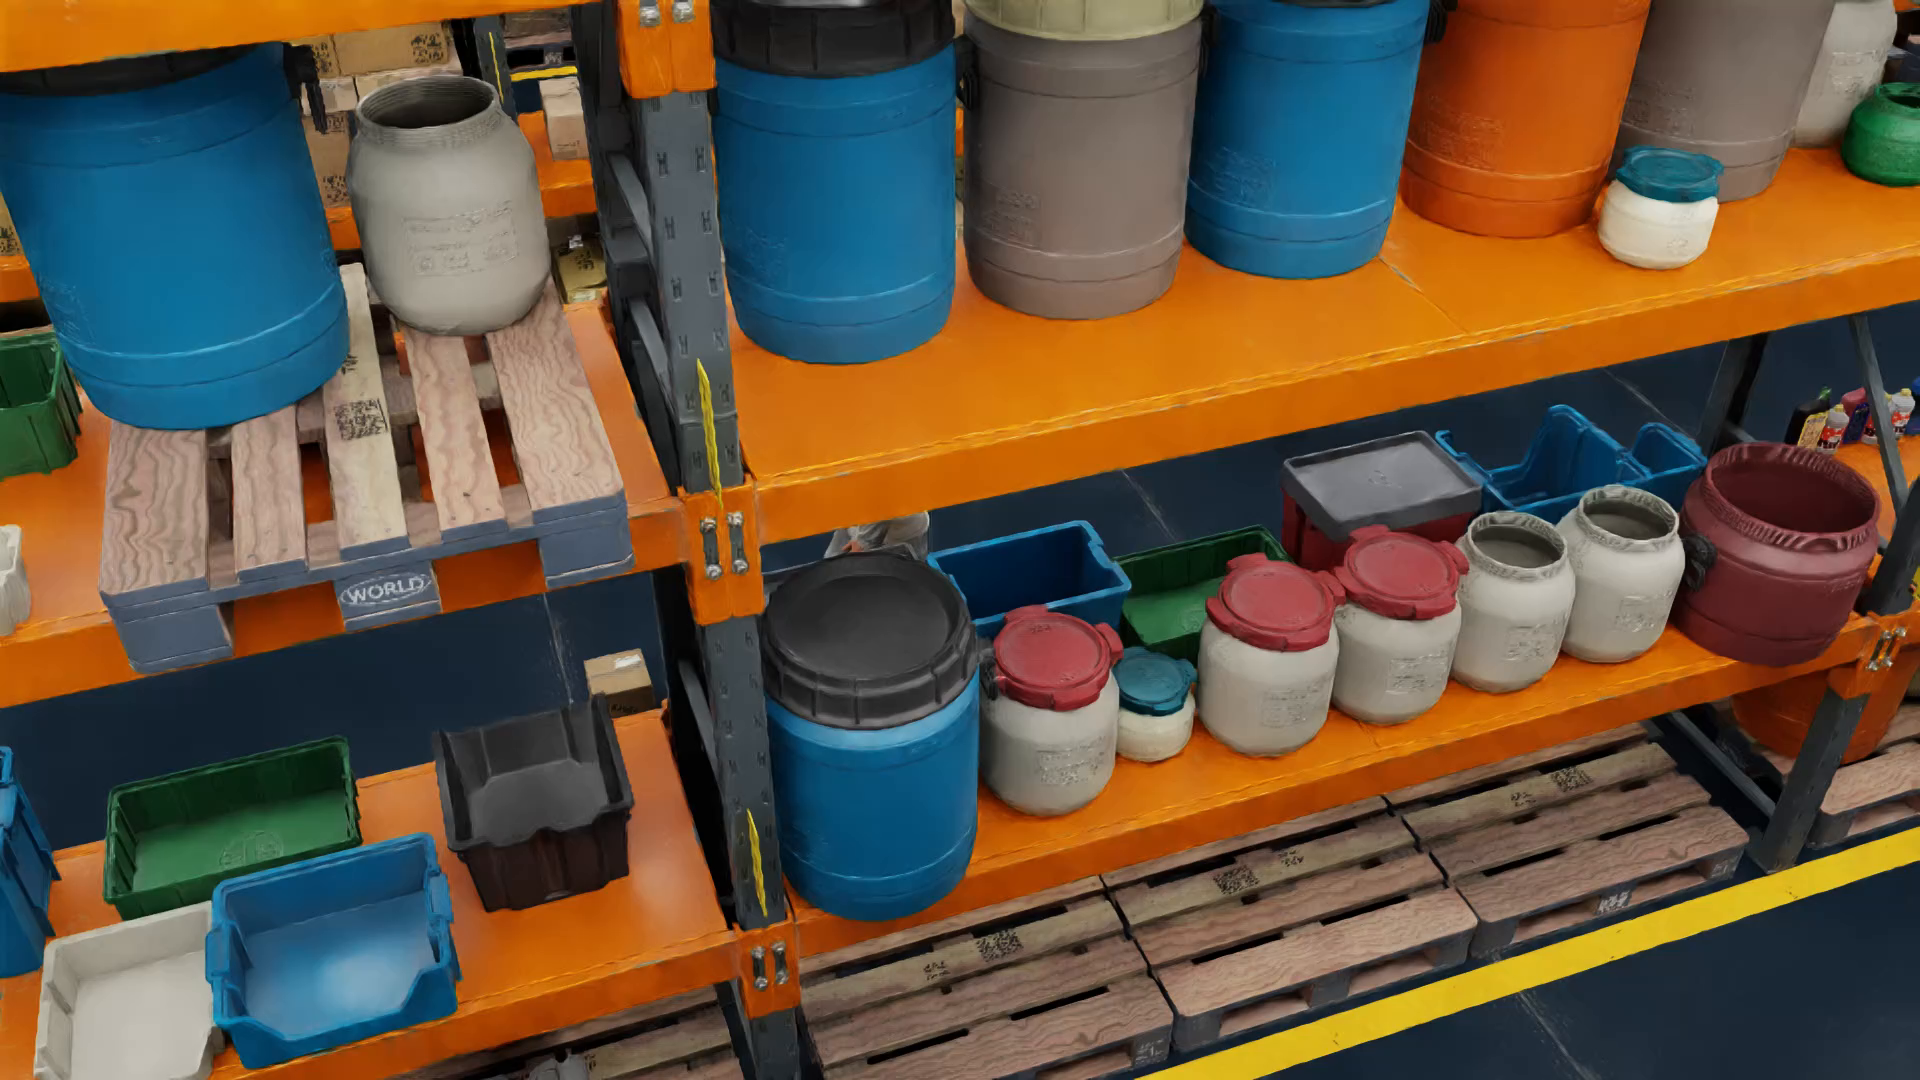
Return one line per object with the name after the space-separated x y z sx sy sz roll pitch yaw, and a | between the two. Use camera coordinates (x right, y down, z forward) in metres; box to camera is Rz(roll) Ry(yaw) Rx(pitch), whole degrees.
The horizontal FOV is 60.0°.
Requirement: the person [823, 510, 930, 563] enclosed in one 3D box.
-0.288 -0.110 6.935 0.802 1.735 0.594 -6 38 -7 | person
